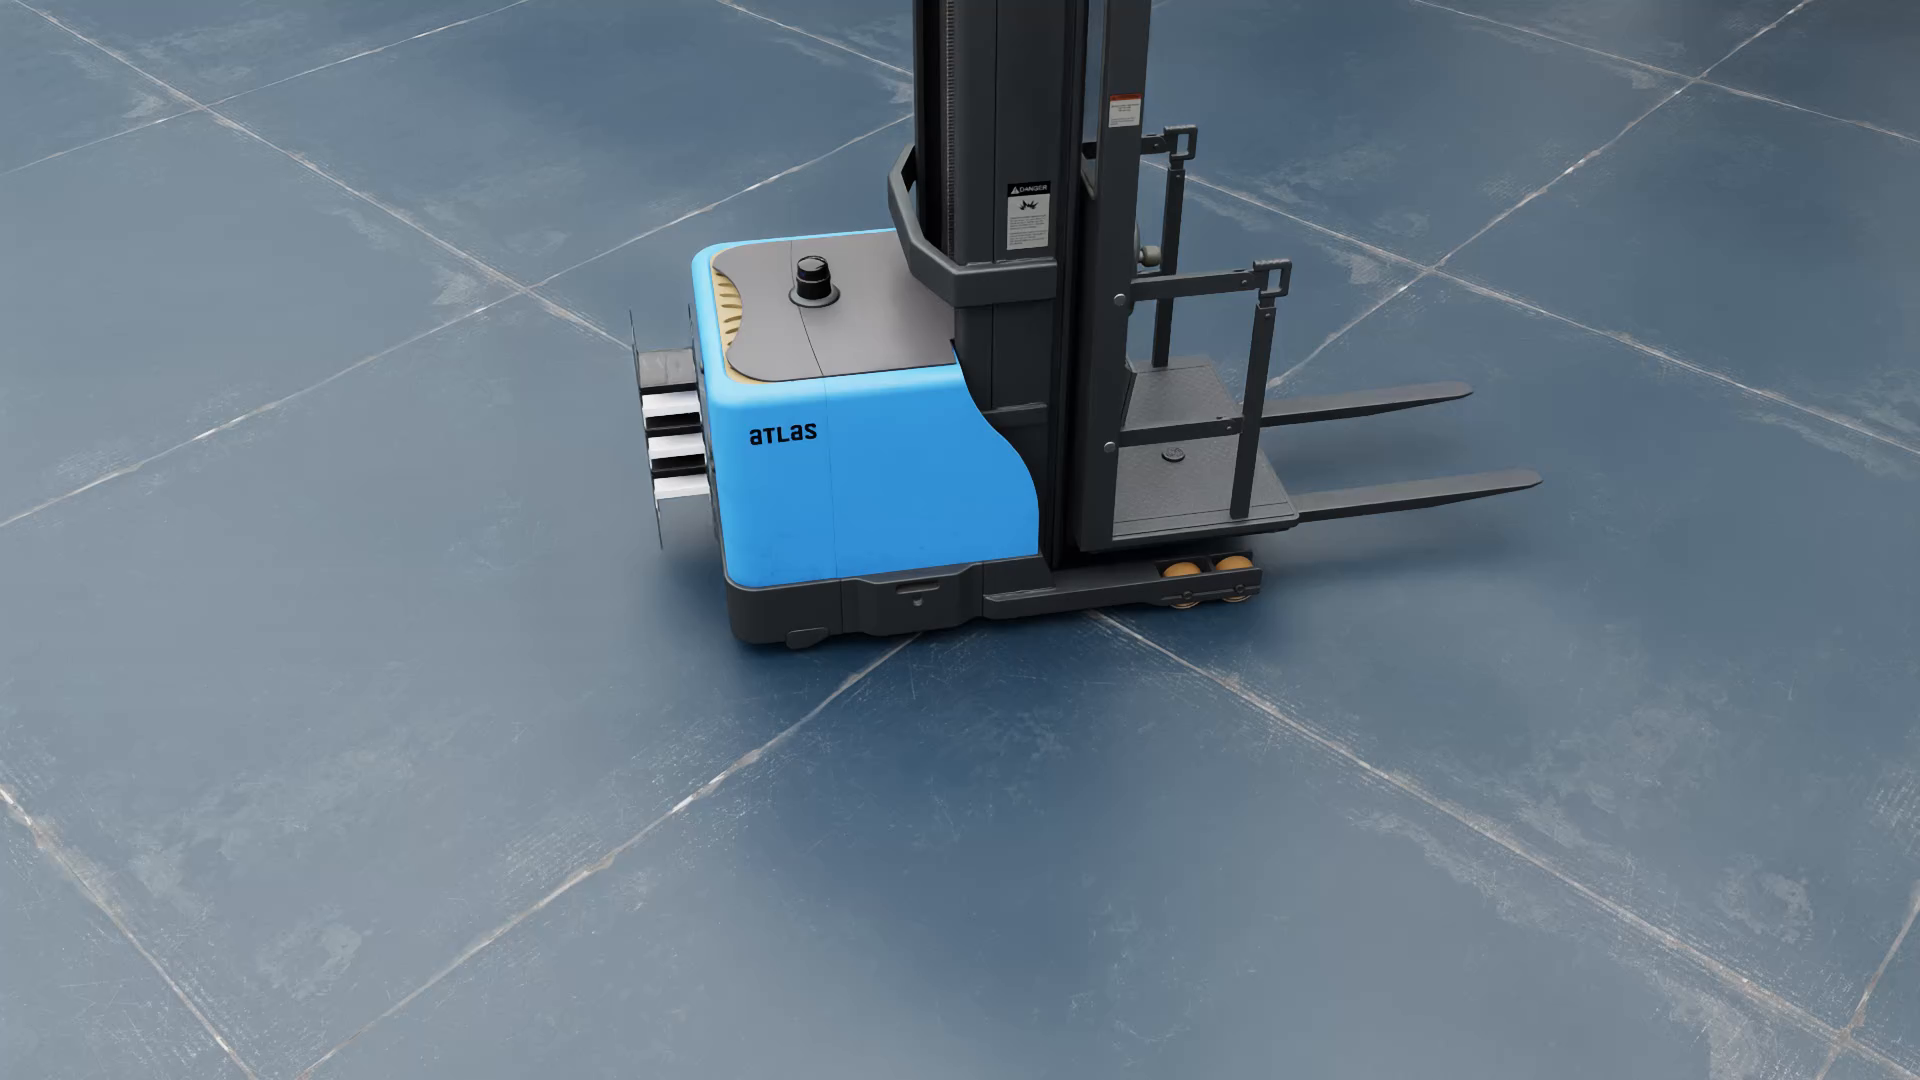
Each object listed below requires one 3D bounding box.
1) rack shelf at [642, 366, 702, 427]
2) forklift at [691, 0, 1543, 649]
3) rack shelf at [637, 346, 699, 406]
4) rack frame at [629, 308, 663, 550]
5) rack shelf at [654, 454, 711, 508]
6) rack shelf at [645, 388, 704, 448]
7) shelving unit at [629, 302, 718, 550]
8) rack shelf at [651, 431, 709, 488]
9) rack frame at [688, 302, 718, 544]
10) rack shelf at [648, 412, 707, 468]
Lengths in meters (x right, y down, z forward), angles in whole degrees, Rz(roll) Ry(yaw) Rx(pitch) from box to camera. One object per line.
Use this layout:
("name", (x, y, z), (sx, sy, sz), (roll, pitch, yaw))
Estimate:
("rack shelf", (-1.034, -0.515, 5.939), (0.200, 0.077, 0.258), (-7, 39, -8))
("forklift", (0.616, -1.220, 5.429), (3.031, 2.935, 1.130), (-7, 39, -8))
("rack shelf", (-1.034, -0.585, 5.883), (0.200, 0.077, 0.258), (-7, 39, -8))
("rack frame", (-1.134, -0.388, 6.015), (0.006, 0.900, 0.240), (-7, 39, -8))
("rack shelf", (-1.034, -0.233, 6.163), (0.200, 0.077, 0.258), (-7, 39, -8))
("rack shelf", (-1.034, -0.444, 5.995), (0.200, 0.077, 0.258), (-7, 39, -8))
("shelving unit", (-1.034, -0.400, 6.030), (0.210, 0.900, 0.258), (-7, 39, -8))
("rack shelf", (-1.034, -0.303, 6.107), (0.200, 0.077, 0.258), (-7, 39, -8))
("rack frame", (-0.935, -0.412, 6.045), (0.006, 0.900, 0.240), (-7, 39, -8))
("rack shelf", (-1.034, -0.374, 6.051), (0.200, 0.077, 0.258), (-7, 39, -8))
